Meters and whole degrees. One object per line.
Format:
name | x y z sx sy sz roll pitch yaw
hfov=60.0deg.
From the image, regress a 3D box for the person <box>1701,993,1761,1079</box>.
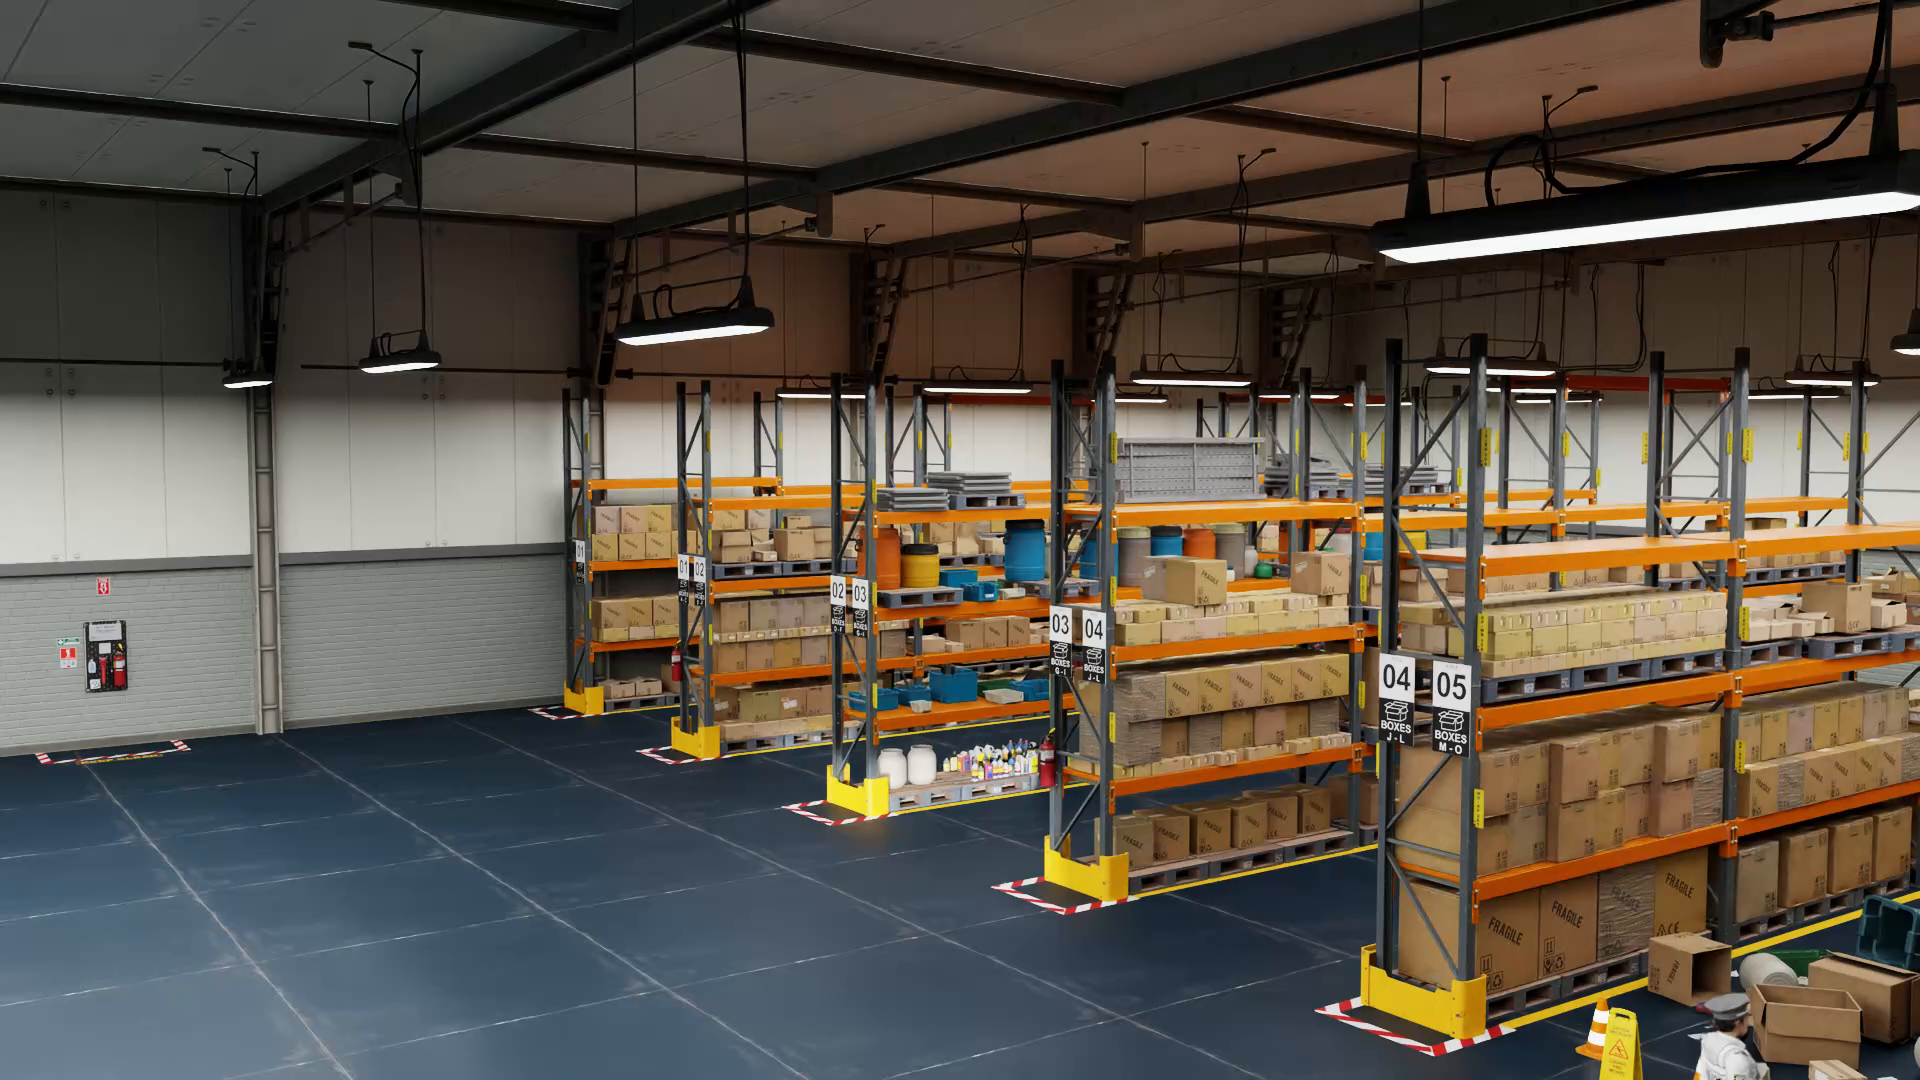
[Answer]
person | 4.833 3.667 10.357 0.460 1.698 0.568 0 4 7
